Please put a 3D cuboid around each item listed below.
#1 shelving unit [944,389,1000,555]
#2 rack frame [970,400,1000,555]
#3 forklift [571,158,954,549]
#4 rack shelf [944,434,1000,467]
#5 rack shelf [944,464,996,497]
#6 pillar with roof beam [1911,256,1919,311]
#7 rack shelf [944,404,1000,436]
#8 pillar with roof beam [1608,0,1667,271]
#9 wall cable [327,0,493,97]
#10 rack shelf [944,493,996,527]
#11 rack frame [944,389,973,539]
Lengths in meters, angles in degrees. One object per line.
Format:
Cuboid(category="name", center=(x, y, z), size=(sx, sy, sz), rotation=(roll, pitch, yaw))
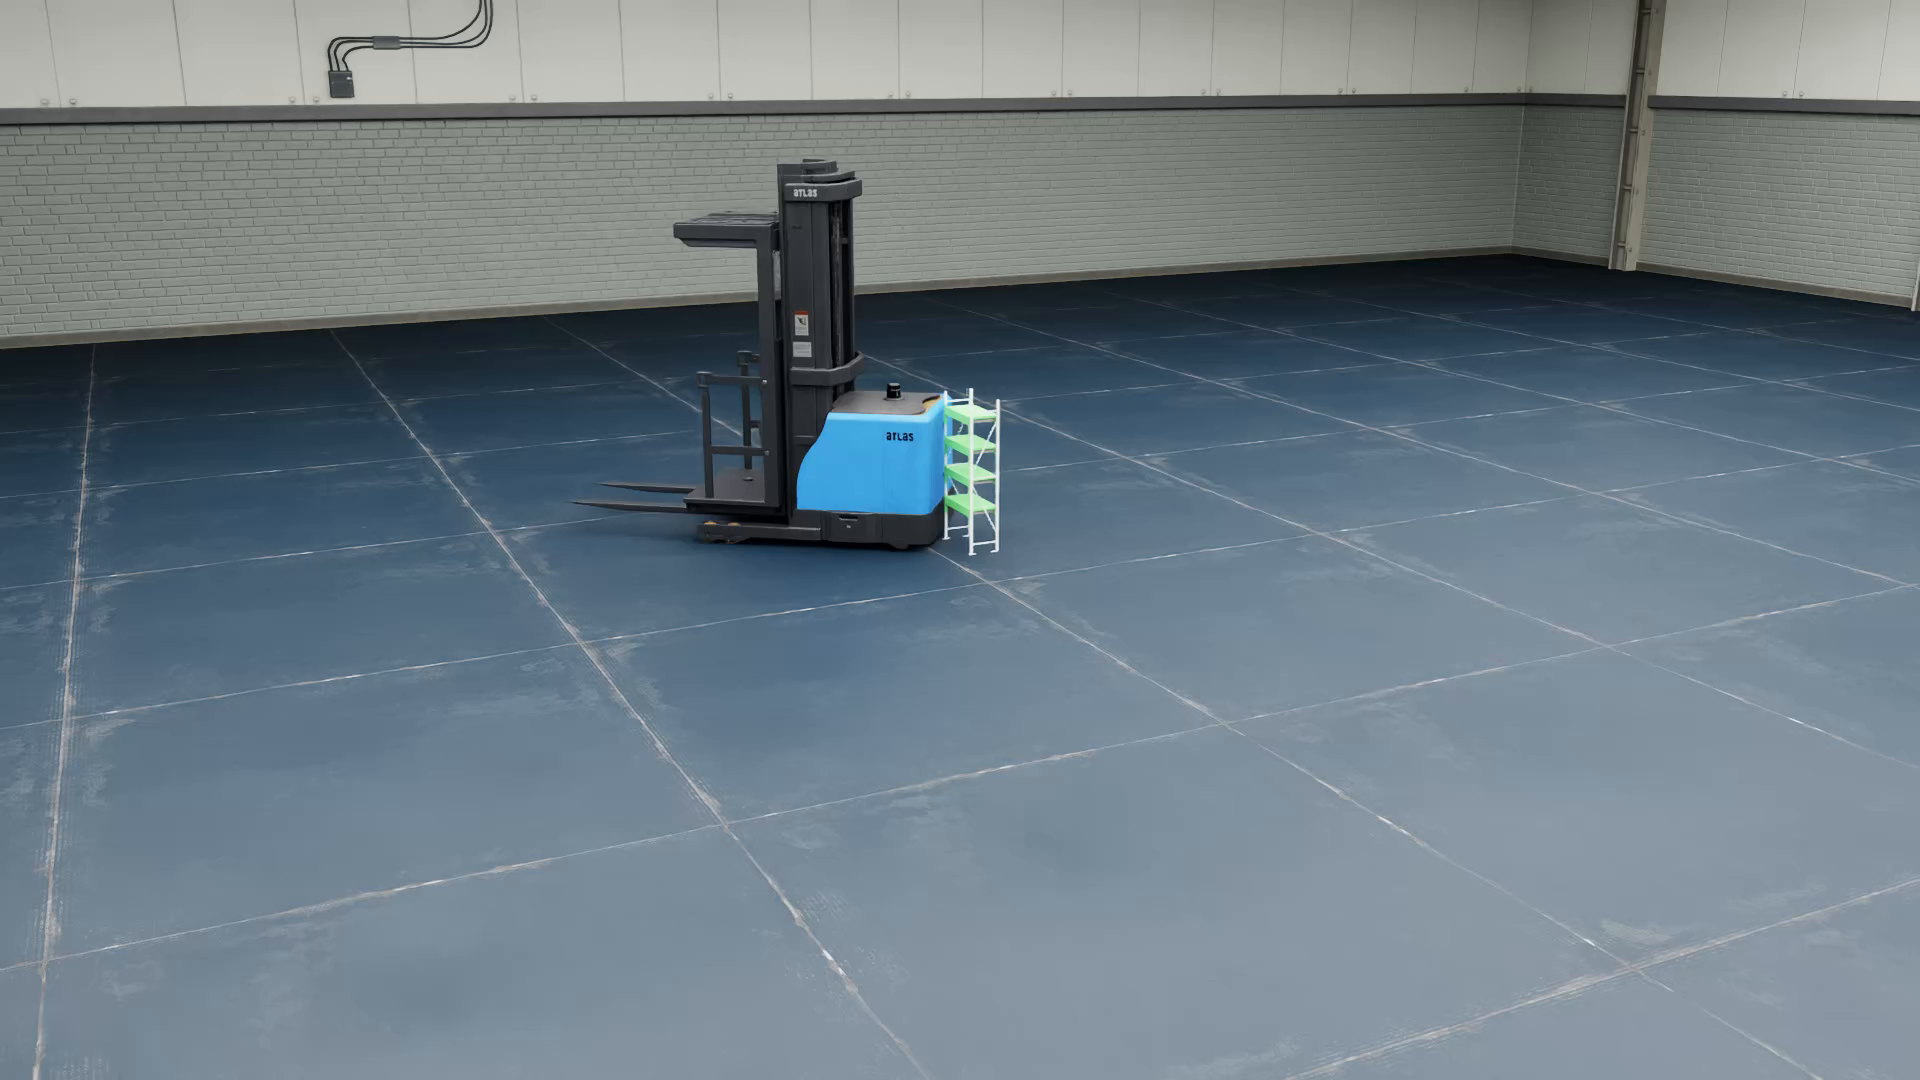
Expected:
Cuboid(category="shelving unit", center=(0.088, -0.535, 12.938), size=(0.258, 1.200, 0.503), rotation=(-7, 17, -23))
Cuboid(category="rack frame", center=(0.187, -0.473, 12.724), size=(0.240, 1.200, 0.015), rotation=(-7, 17, -23))
Cuboid(category="forklift", center=(-1.619, -1.516, 13.220), size=(3.031, 2.935, 1.130), rotation=(3, 16, 10))
Cuboid(category="rack shelf", center=(0.088, -0.704, 12.890), size=(0.258, 0.148, 0.480), rotation=(-7, 17, -23))
Cuboid(category="rack shelf", center=(0.088, -0.473, 12.956), size=(0.258, 0.148, 0.480), rotation=(-7, 17, -23))
Cuboid(category="pillar with roof beam", center=(10.951, -7.298, 22.369), size=(9.100, 9.000, 0.400), rotation=(-8, 18, -25))
Cuboid(category="rack shelf", center=(0.088, -0.935, 12.823), size=(0.258, 0.148, 0.480), rotation=(-7, 17, -23))
Cuboid(category="pillar with roof beam", center=(8.322, -8.786, 27.553), size=(9.100, 9.000, 0.400), rotation=(-8, 18, -25))
Cuboid(category="wall cable", center=(-7.685, -9.168, 22.719), size=(2.305, 6.003, 0.169), rotation=(-8, 18, -25))
Cuboid(category="rack shelf", center=(0.088, -0.242, 13.022), size=(0.258, 0.148, 0.480), rotation=(-7, 17, -23))
Cuboid(category="rack frame", center=(-0.012, -0.596, 13.152), size=(0.240, 1.200, 0.015), rotation=(-7, 17, -23))
